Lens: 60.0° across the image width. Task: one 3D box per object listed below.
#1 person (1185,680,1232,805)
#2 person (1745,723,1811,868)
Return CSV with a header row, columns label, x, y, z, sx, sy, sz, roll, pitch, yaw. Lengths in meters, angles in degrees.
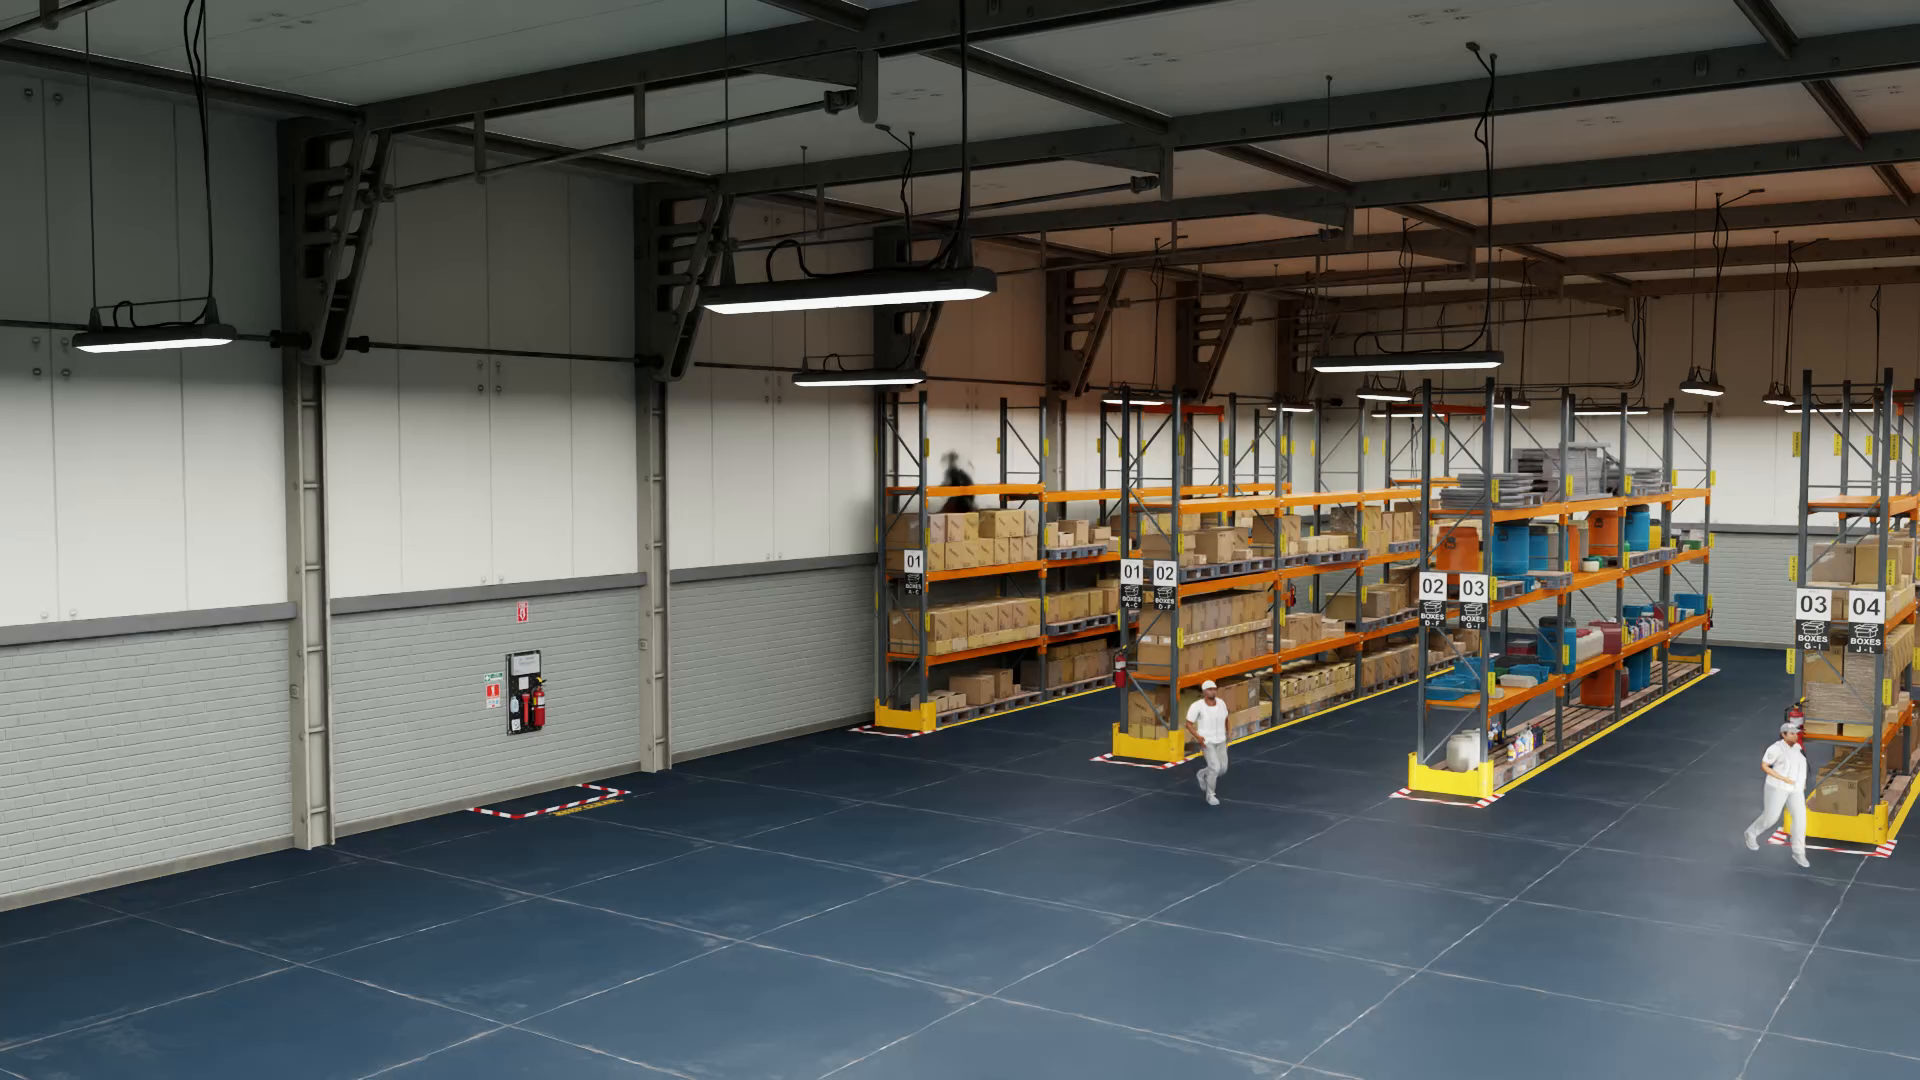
label,x,y,z,sx,sy,sz,roll,pitch,yaw
person,3.523,2.839,23.513,0.693,1.735,0.574,-1,3,-25
person,10.036,3.049,20.185,0.648,1.666,0.929,-1,3,-14
